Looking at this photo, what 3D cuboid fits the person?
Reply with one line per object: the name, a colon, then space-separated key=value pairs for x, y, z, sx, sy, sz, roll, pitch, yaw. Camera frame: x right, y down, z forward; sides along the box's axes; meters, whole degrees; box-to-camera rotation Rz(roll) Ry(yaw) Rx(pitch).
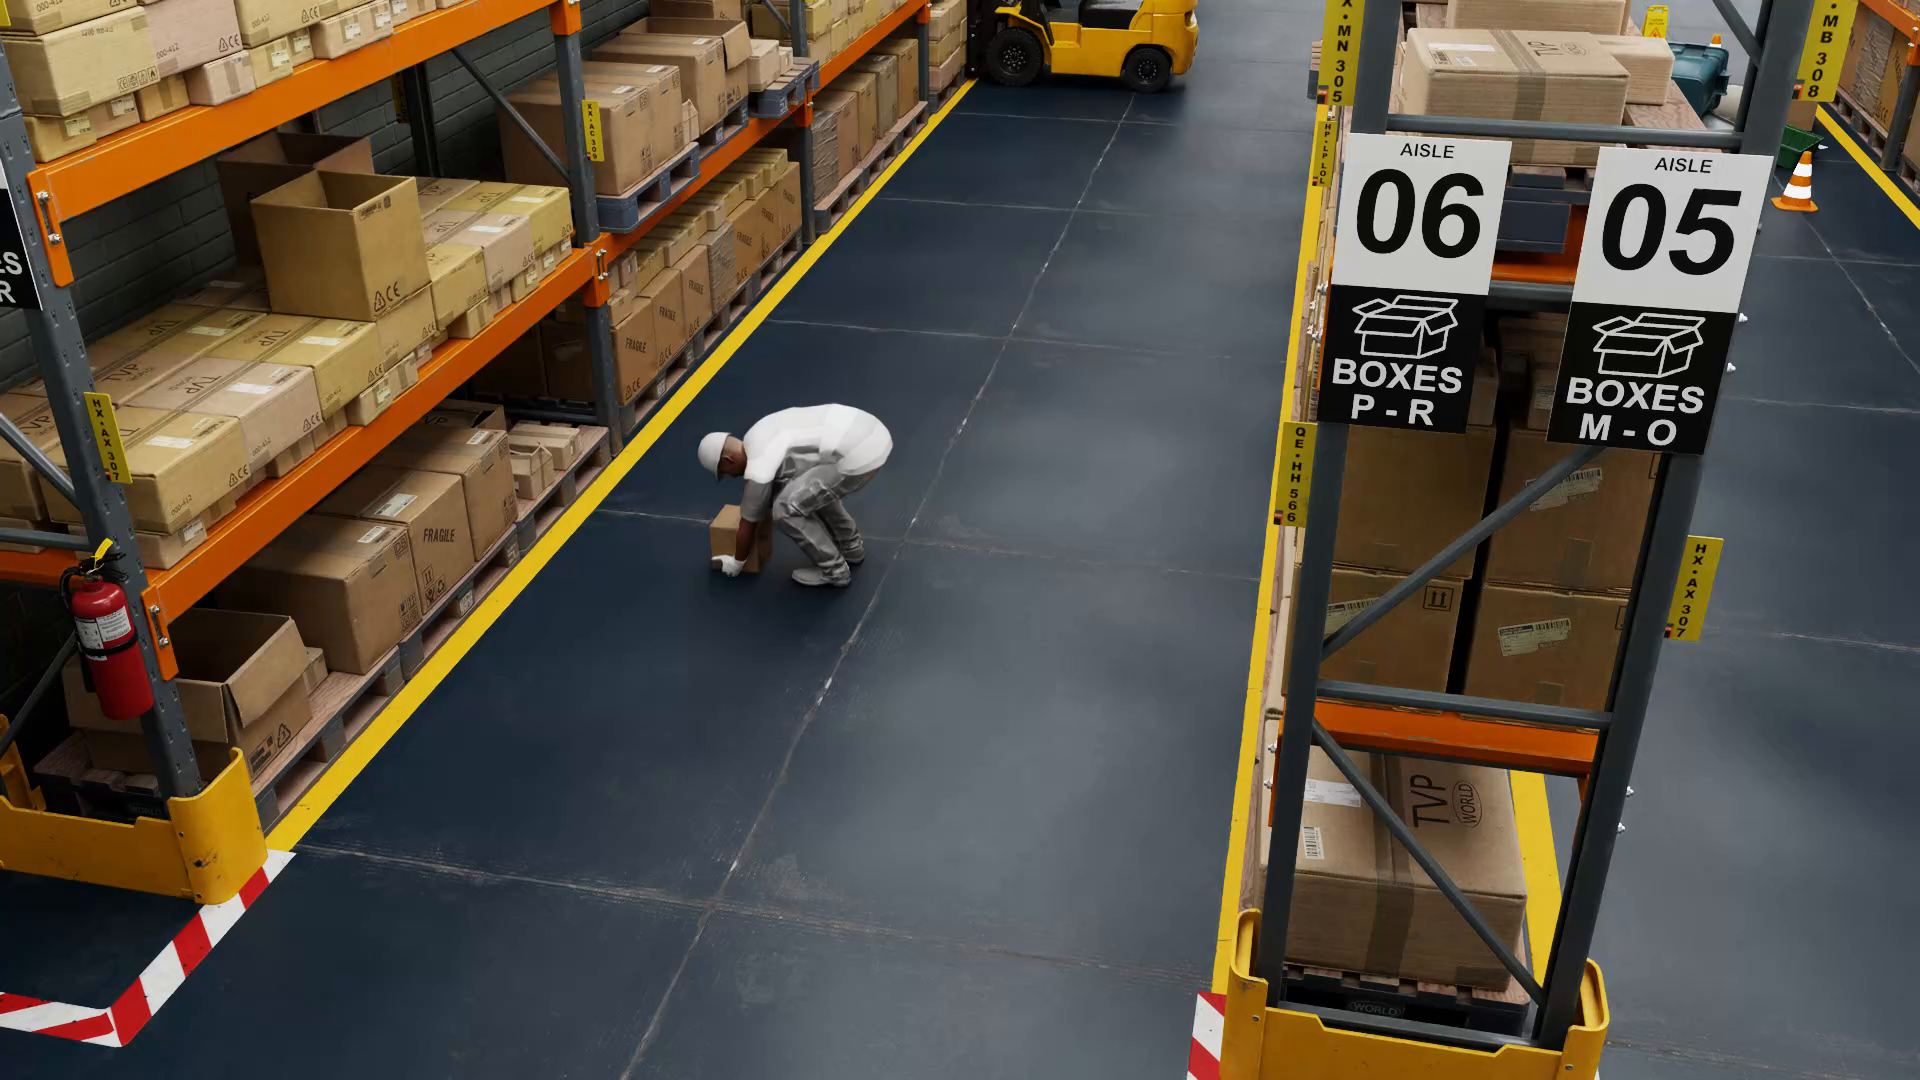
person: x=-0.840 y=-0.246 z=8.485 sx=0.986 sy=0.917 sz=0.535 roll=5 pitch=29 yaw=8
